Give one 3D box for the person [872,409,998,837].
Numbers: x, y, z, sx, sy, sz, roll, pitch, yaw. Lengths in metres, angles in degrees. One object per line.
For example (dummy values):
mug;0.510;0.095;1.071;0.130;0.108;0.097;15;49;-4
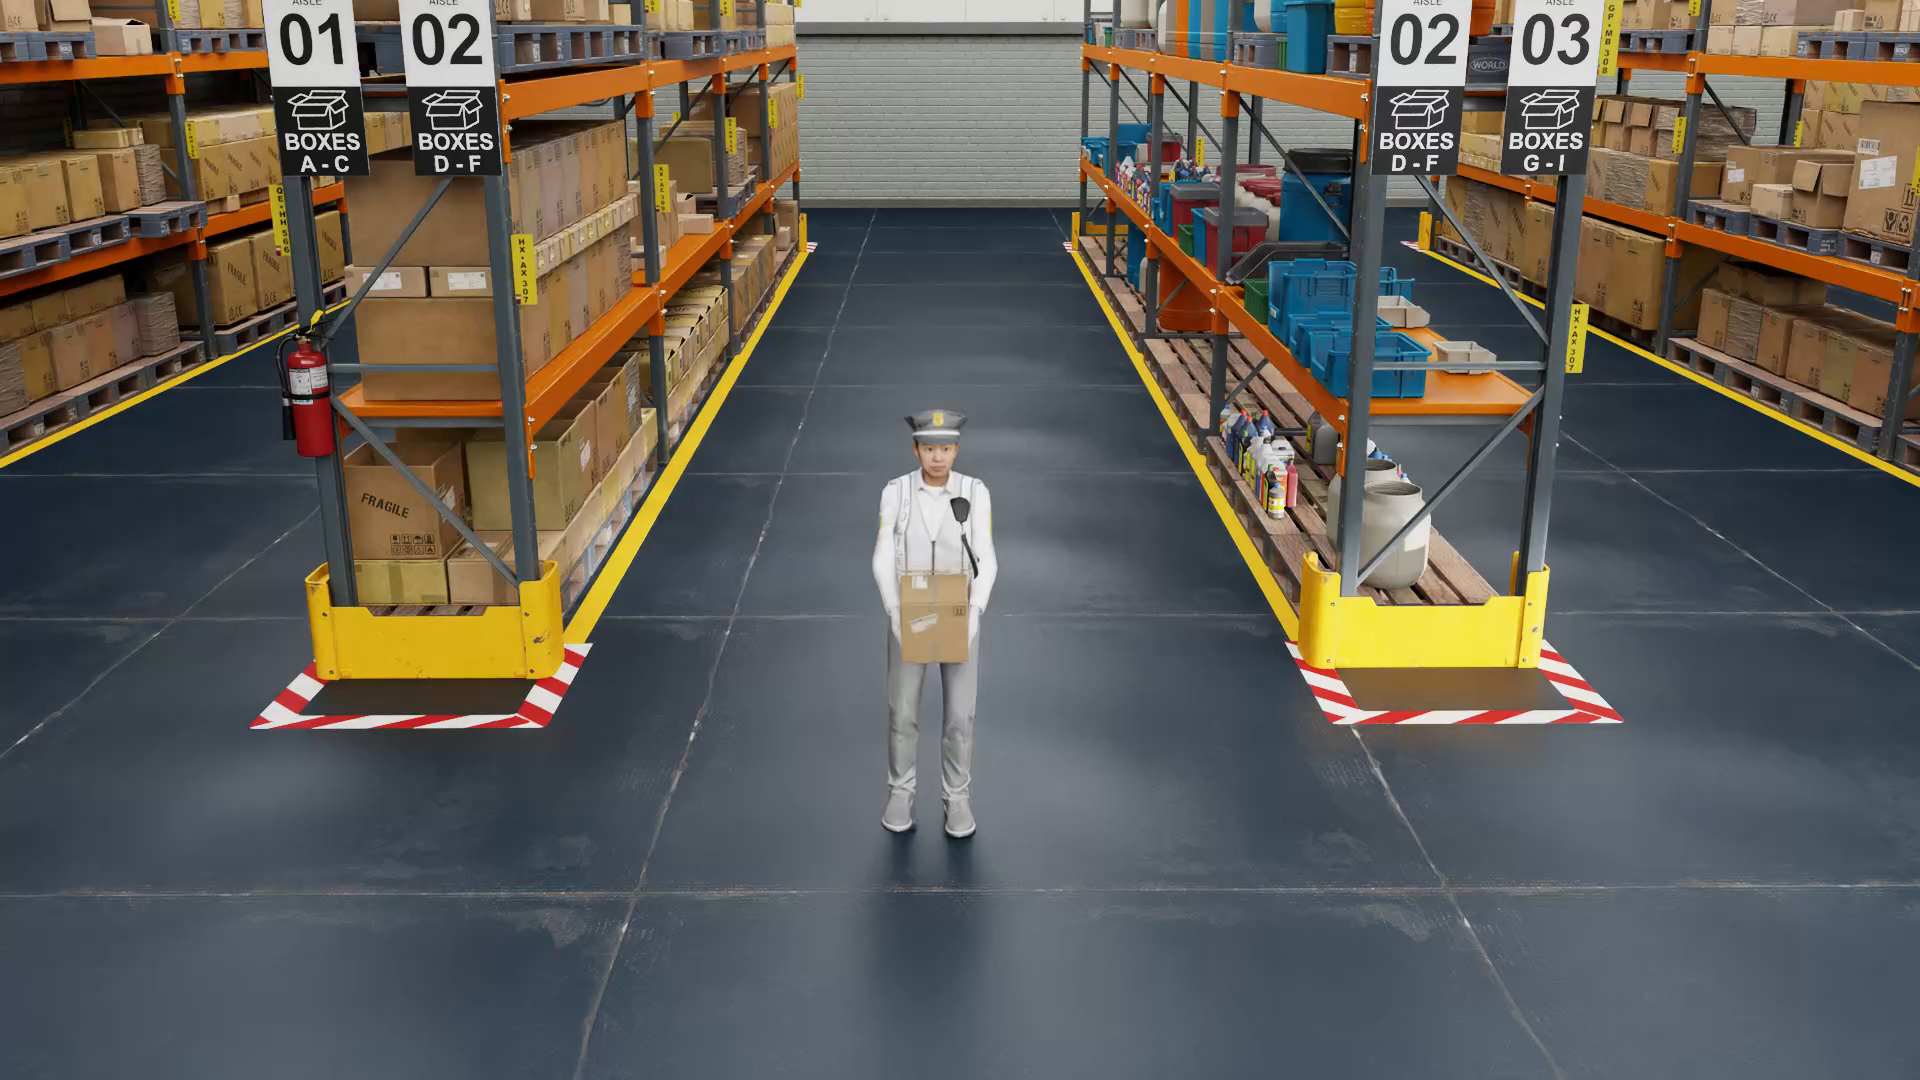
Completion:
person;-0.096;0.325;6.445;0.489;1.692;0.489;0;17;-1
